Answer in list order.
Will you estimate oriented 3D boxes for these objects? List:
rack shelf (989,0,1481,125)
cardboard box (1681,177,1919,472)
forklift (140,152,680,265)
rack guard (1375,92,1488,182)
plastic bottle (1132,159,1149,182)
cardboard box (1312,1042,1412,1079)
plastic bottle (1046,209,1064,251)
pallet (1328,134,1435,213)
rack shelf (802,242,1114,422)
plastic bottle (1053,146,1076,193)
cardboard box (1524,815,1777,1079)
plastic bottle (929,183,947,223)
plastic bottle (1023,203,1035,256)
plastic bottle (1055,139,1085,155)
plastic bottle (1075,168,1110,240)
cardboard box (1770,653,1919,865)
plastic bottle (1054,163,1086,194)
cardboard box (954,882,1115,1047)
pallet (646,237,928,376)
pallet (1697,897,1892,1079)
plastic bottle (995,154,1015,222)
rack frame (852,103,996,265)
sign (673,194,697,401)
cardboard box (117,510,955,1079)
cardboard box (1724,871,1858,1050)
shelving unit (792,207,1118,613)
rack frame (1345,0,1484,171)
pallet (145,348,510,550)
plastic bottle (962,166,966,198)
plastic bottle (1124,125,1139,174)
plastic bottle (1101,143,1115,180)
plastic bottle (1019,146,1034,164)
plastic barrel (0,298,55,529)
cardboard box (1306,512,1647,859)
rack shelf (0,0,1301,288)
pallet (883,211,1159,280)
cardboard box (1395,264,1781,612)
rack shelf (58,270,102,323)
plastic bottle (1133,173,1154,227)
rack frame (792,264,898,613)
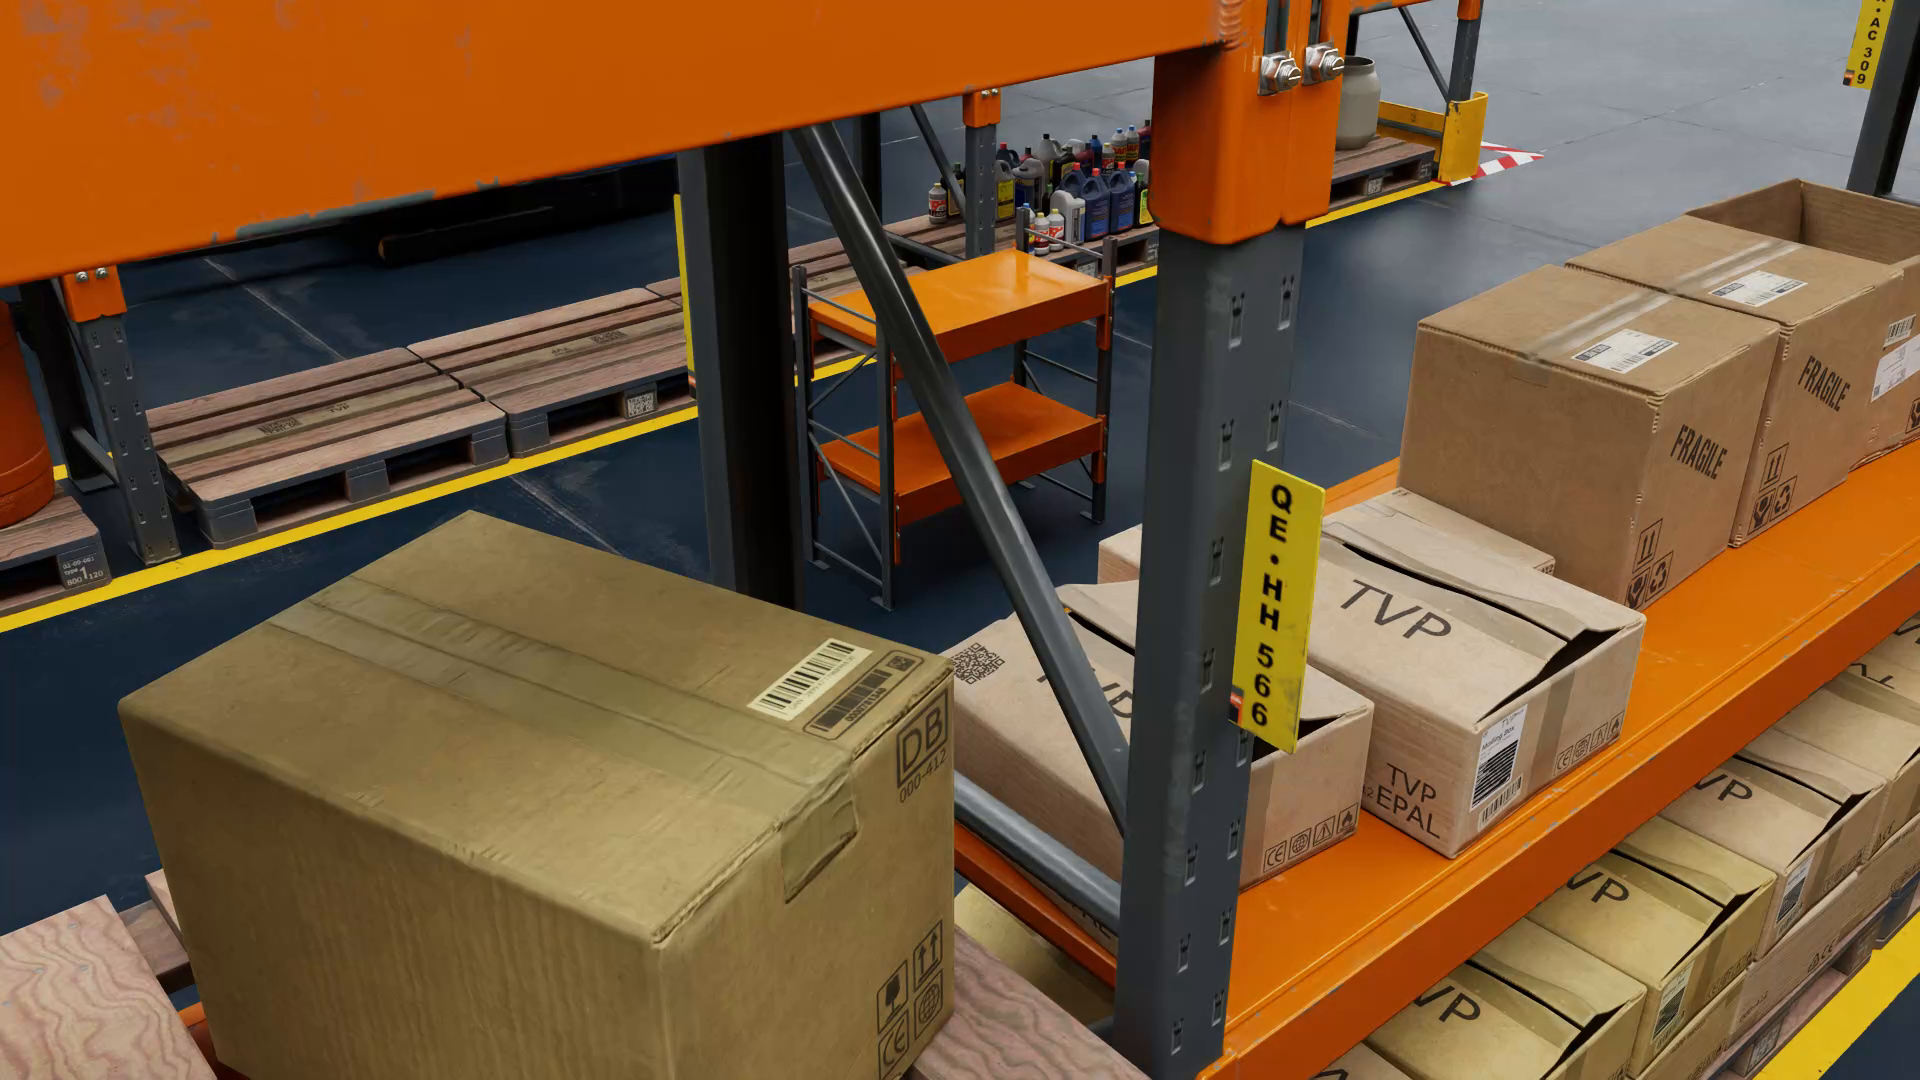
[{"bbox_3d":[1.327,-2.936,9.325,4.000,0.370,1.077,-22,35,-35],"label":"rack shelf"},{"bbox_3d":[2.022,-0.518,3.931,0.500,0.500,0.500,-19,34,-31],"label":"cardboard box"},{"bbox_3d":[-3.145,-3.067,8.880,3.031,2.935,1.130,-20,34,-32],"label":"forklift"},{"bbox_3d":[2.821,-2.723,10.814,0.348,0.500,1.175,-22,35,-35],"label":"rack guard"},{"bbox_3d":[1.041,-1.966,9.169,0.135,0.276,0.152,-22,35,-35],"label":"plastic bottle"},{"bbox_3d":[0.564,1.085,2.915,0.500,0.311,0.500,-21,34,-33],"label":"cardboard box"},{"bbox_3d":[0.487,-1.604,8.571,0.097,0.201,0.097,0,28,0],"label":"plastic bottle"},{"bbox_3d":[2.200,-2.349,10.421,1.213,0.211,1.003,-22,35,-35],"label":"pallet"},{"bbox_3d":[-0.005,-0.752,5.843,1.000,0.278,0.538,-22,35,-35],"label":"rack shelf"},{"bbox_3d":[0.586,-2.066,9.350,0.133,0.283,0.061,-22,35,-35],"label":"plastic bottle"},{"bbox_3d":[1.347,0.766,3.511,0.500,0.311,0.500,-23,36,-36],"label":"cardboard box"},{"bbox_3d":[-0.121,-1.824,8.983,0.097,0.201,0.097,0,28,0],"label":"plastic bottle"},{"bbox_3d":[0.333,-1.573,8.438,0.097,0.271,0.097,0,28,0],"label":"plastic bottle"},{"bbox_3d":[0.626,-2.140,9.496,0.135,0.276,0.152,-21,35,-34],"label":"plastic bottle"},{"bbox_3d":[0.689,-1.765,8.715,0.185,0.351,0.144,-21,34,-34],"label":"plastic bottle"},{"bbox_3d":[2.123,0.456,4.091,0.500,0.311,0.500,-22,35,-35],"label":"cardboard box"},{"bbox_3d":[0.596,-1.817,8.811,0.185,0.351,0.144,-22,35,-35],"label":"plastic bottle"},{"bbox_3d":[0.213,0.891,3.277,0.500,0.311,0.500,-21,34,-34],"label":"cardboard box"},{"bbox_3d":[-0.767,-1.157,8.192,1.213,0.211,1.003,-22,35,-35],"label":"pallet"},{"bbox_3d":[1.554,0.980,4.192,1.213,0.211,1.003,-22,35,-35],"label":"pallet"},{"bbox_3d":[0.202,-1.916,8.996,0.185,0.351,0.144,-22,35,-35],"label":"plastic bottle"},{"bbox_3d":[-0.194,-2.641,8.010,0.127,3.000,1.000,-22,35,-35],"label":"rack frame"},{"bbox_3d":[-0.388,-0.349,2.493,0.005,0.325,0.100,-22,35,-35],"label":"sign"},{"bbox_3d":[-0.431,0.363,1.836,0.700,0.500,0.500,15,32,26],"label":"cardboard box"},{"bbox_3d":[1.728,0.860,3.930,0.500,0.250,0.500,-21,35,-34],"label":"cardboard box"},{"bbox_3d":[-0.005,-0.494,5.981,1.048,1.125,0.538,-22,35,-35],"label":"shelving unit"},{"bbox_3d":[2.849,-3.865,10.300,0.127,3.000,1.000,-22,35,-35],"label":"rack frame"},{"bbox_3d":[-2.623,-0.411,6.795,1.213,0.211,1.003,-22,35,-35],"label":"pallet"},{"bbox_3d":[0.109,-1.968,9.093,0.185,0.351,0.144,-23,36,-36],"label":"plastic bottle"},{"bbox_3d":[1.006,-2.308,9.814,0.097,0.271,0.097,0,28,0],"label":"plastic bottle"},{"bbox_3d":[0.855,-2.216,9.717,0.097,0.201,0.097,0,28,0],"label":"plastic bottle"},{"bbox_3d":[0.351,-2.061,9.340,0.133,0.283,0.061,-19,34,-32],"label":"plastic bottle"},{"bbox_3d":[-3.598,-0.490,5.842,0.708,0.830,0.600,-22,35,-35],"label":"plastic barrel"},{"bbox_3d":[0.781,0.195,2.798,0.500,0.311,0.500,-22,35,-35],"label":"cardboard box"},{"bbox_3d":[-1.547,-0.034,0.713,4.000,0.370,1.077,-22,35,-35],"label":"rack shelf"},{"bbox_3d":[0.344,-1.602,9.024,1.213,0.211,1.003,-22,35,-35],"label":"pallet"},{"bbox_3d":[1.241,-0.204,3.343,0.500,0.500,0.500,-24,36,-37],"label":"cardboard box"},{"bbox_3d":[-4.759,-0.489,4.745,4.000,0.370,1.077,-22,35,-35],"label":"rack shelf"},{"bbox_3d":[0.985,-1.829,8.905,0.133,0.283,0.061,-20,34,-33],"label":"plastic bottle"},{"bbox_3d":[-0.392,-0.339,5.690,0.032,1.125,0.500,-22,35,-35],"label":"rack frame"}]
